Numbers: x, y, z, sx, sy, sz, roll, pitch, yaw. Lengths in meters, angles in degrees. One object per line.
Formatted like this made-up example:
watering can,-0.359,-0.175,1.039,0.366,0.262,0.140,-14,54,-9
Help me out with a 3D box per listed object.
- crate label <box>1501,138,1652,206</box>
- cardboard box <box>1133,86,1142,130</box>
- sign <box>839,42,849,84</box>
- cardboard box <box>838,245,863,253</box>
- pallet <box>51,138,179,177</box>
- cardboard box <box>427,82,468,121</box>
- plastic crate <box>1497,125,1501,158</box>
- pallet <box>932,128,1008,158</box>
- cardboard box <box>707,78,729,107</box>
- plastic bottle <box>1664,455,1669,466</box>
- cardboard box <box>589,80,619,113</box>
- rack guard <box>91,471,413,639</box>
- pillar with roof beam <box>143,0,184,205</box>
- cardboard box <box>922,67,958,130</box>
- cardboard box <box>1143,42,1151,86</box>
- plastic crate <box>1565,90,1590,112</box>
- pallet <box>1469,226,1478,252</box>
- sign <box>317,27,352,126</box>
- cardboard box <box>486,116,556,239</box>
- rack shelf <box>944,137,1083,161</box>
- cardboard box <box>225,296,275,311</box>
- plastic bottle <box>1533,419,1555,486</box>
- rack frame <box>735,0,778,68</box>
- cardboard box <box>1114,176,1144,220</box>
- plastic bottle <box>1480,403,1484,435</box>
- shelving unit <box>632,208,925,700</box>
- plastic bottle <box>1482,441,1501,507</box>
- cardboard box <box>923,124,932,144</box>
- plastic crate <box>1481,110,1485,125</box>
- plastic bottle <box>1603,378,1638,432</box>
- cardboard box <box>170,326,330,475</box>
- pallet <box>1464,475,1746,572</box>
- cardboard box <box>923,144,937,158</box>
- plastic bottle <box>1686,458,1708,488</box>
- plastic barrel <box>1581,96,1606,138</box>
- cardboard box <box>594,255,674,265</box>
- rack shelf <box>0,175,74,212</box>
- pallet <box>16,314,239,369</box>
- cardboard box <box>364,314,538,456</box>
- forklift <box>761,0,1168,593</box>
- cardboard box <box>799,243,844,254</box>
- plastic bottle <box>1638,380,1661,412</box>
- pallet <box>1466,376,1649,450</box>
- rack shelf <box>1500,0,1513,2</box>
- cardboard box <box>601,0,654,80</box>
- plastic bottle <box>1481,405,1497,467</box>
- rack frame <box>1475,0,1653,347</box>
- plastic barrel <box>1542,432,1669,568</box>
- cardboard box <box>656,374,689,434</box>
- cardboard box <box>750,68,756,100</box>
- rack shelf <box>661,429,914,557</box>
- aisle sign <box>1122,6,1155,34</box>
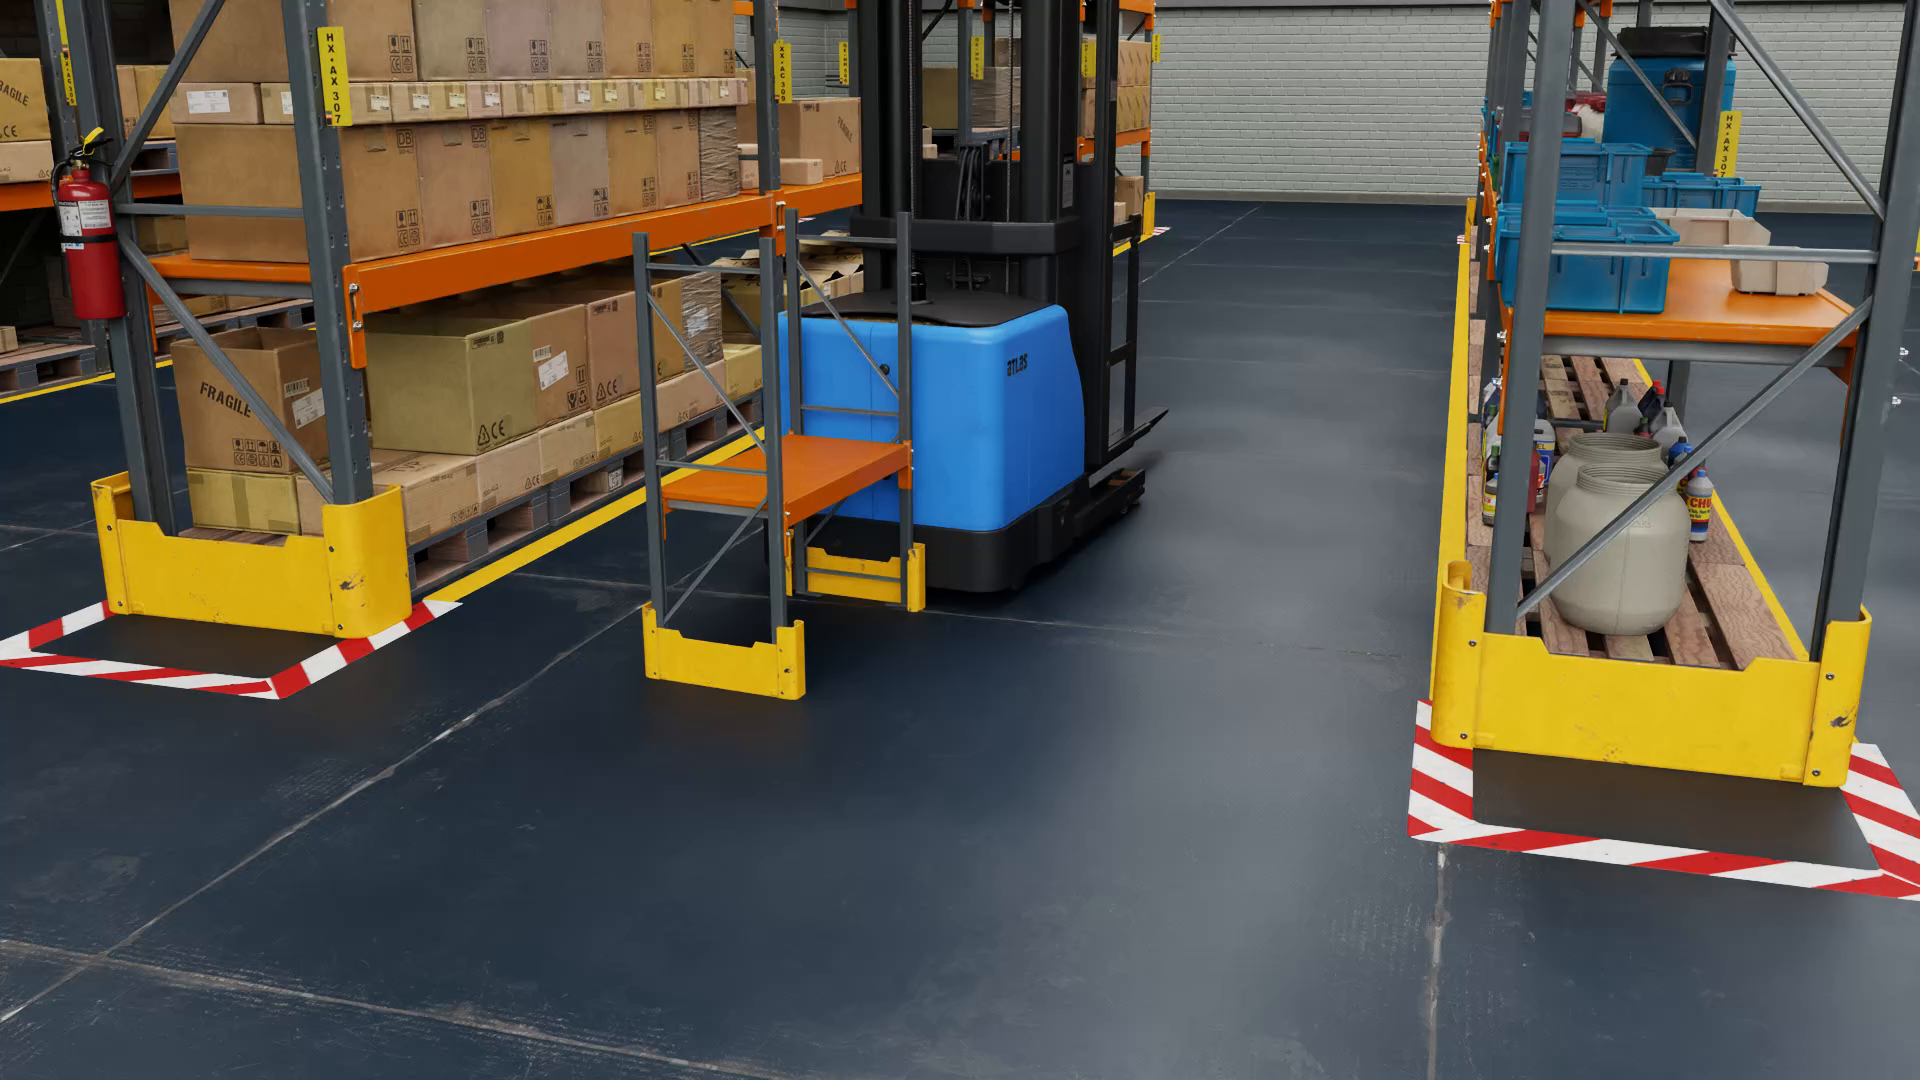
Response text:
crate label,2.342,-1.310,6.385,0.502,0.435,0.616,5,16,16
cardboard box,1.867,-5.135,19.754,0.500,0.500,0.500,5,17,16
sign,-0.919,-3.827,13.348,0.100,0.325,0.005,5,16,16
cardboard box,-0.597,-1.993,12.100,0.500,0.311,0.500,5,16,16
pallet,-5.927,-2.701,11.708,1.003,0.211,1.213,5,16,16
cardboard box,-2.207,-1.756,6.651,0.380,0.149,0.250,5,16,16
plastic crate,3.230,-2.142,9.413,0.392,0.384,0.575,5,16,16
pallet,-0.271,-3.359,14.026,1.213,0.211,1.003,5,16,16
cardboard box,-1.477,-2.430,9.027,0.380,0.149,0.250,4,16,15
plastic bottle,3.105,-0.301,7.217,0.097,0.201,0.097,0,16,0
cardboard box,-1.840,-2.092,7.838,0.380,0.149,0.250,5,17,18
rack guard,-2.677,0.033,6.295,1.175,0.500,0.348,5,16,16
pillar with roof beam,-2.218,-5.931,11.748,9.100,9.000,0.400,5,16,16
cardboard box,-0.325,-3.692,13.896,0.700,0.500,0.500,-1,16,-3
cardboard box,2.014,-5.753,20.099,0.500,0.500,0.500,4,16,15
plastic crate,5.983,-4.204,16.425,0.402,0.464,0.583,5,16,16
pallet,6.354,-3.422,19.007,1.003,0.211,1.213,5,16,16
sign,-2.139,-1.585,5.690,0.100,0.325,0.005,5,16,16
cardboard box,-2.234,-1.612,7.332,0.700,0.500,0.500,5,17,16
rack shelf,0.172,-3.446,15.298,1.077,0.370,4.000,5,16,16
cardboard box,-5.808,-2.077,12.931,0.700,0.500,0.500,5,17,17
plastic bottle,2.562,-0.394,7.405,0.152,0.276,0.135,5,16,16
rack frame,-2.873,-5.745,22.085,1.000,3.000,0.127,5,16,16
cardboard box,1.959,-4.209,20.447,0.500,0.500,0.500,5,16,16
plastic bottle,2.675,-0.626,8.362,0.097,0.201,0.097,0,16,0
shelving unit,-0.605,-0.360,5.850,0.587,1.500,1.083,6,17,22
plastic bottle,2.278,-0.270,6.969,0.152,0.276,0.135,5,17,16
cardboard box,-0.542,-3.134,13.044,0.500,0.311,0.500,6,17,19
plastic crate,5.865,-4.541,18.039,0.416,0.233,0.300,5,16,16
plastic bottle,3.170,-0.594,7.976,0.144,0.351,0.185,5,16,16
cardboard box,-2.803,-0.579,6.768,0.500,0.500,0.500,5,16,16
pallet,2.639,-0.003,6.952,1.003,0.211,1.213,5,16,16
cardboard box,-0.387,-2.891,12.484,0.380,0.149,0.250,5,16,16
plastic bottle,2.974,-0.203,6.720,0.061,0.283,0.133,5,17,17
plastic barrel,4.029,-2.441,10.188,0.433,0.535,0.433,0,16,0
cardboard box,-1.965,-1.365,9.539,0.500,0.500,0.500,5,16,16
rack shelf,-6.852,-1.736,9.270,1.077,0.370,4.000,5,16,16
pallet,-6.064,-1.467,12.116,1.003,0.211,1.213,5,16,16
cardboard box,-2.164,-0.669,7.087,0.500,0.500,0.500,5,16,16
forklift,0.239,-1.567,7.482,1.130,2.935,3.031,6,17,22
cardboard box,-1.115,-2.032,12.237,0.500,0.311,0.500,4,16,14
plastic bottle,3.308,-0.583,7.937,0.144,0.351,0.185,4,16,14
pallet,3.401,-0.704,9.424,1.003,0.211,1.213,5,16,16
rack shelf,3.783,-3.457,9.842,1.077,0.370,4.000,5,16,16
cardboard box,-1.939,-2.514,8.136,0.700,0.500,0.500,5,16,16
plastic bottle,2.447,-0.473,7.673,0.061,0.283,0.133,5,17,18
rack frame,4.352,-2.883,11.998,1.000,3.000,0.127,5,16,16
plastic barrel,2.334,-0.105,5.991,0.421,0.512,0.421,0,16,0
cardboard box,-1.735,-0.701,8.572,0.500,0.250,0.500,5,16,16
cardboard box,-3.009,-5.755,21.571,0.980,0.700,0.700,5,17,18
rack shelf,-0.608,-0.185,5.891,0.538,0.185,1.000,6,17,22
aisle sign,2.190,-6.606,20.359,0.394,0.787,0.004,5,16,16
